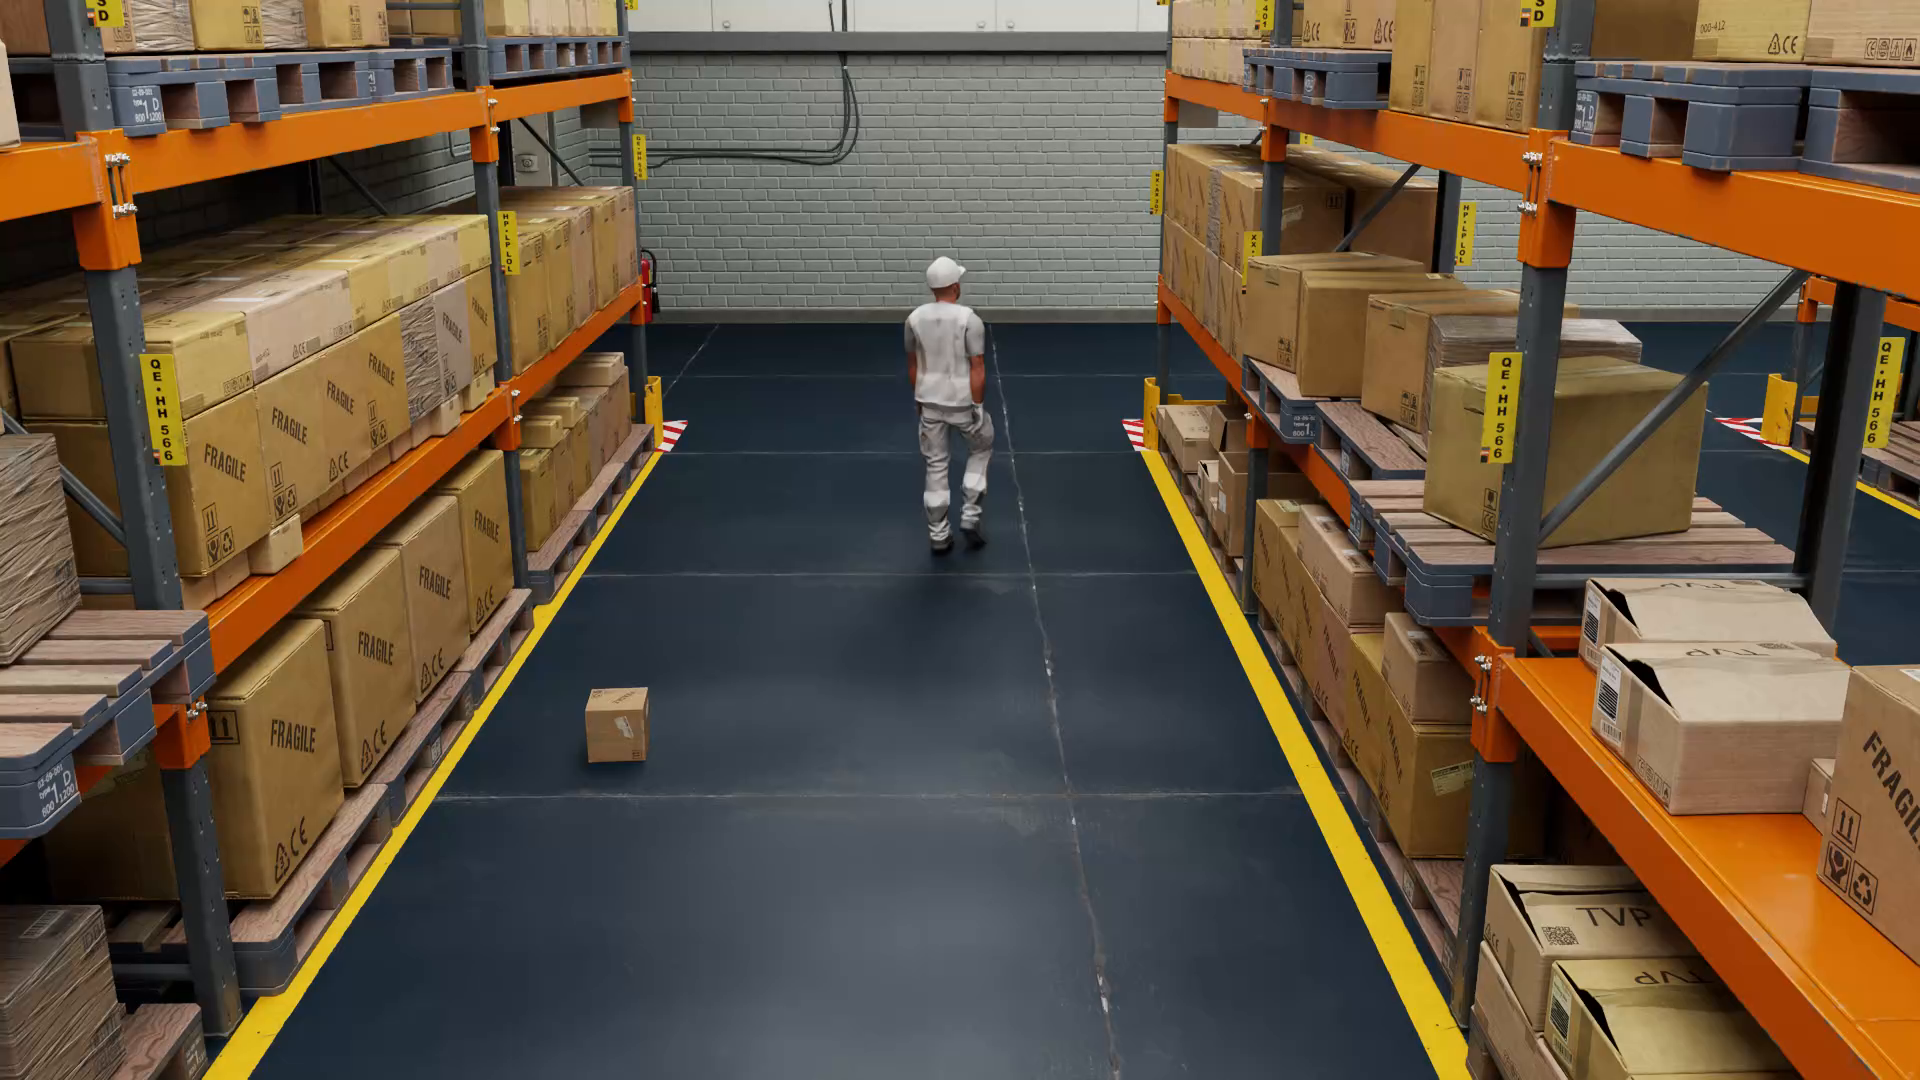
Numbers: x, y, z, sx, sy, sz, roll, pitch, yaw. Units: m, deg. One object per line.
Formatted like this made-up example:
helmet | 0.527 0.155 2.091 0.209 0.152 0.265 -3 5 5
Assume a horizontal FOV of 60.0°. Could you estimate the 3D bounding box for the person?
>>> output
person | -0.059 -0.831 10.181 0.530 1.812 0.466 5 18 16
